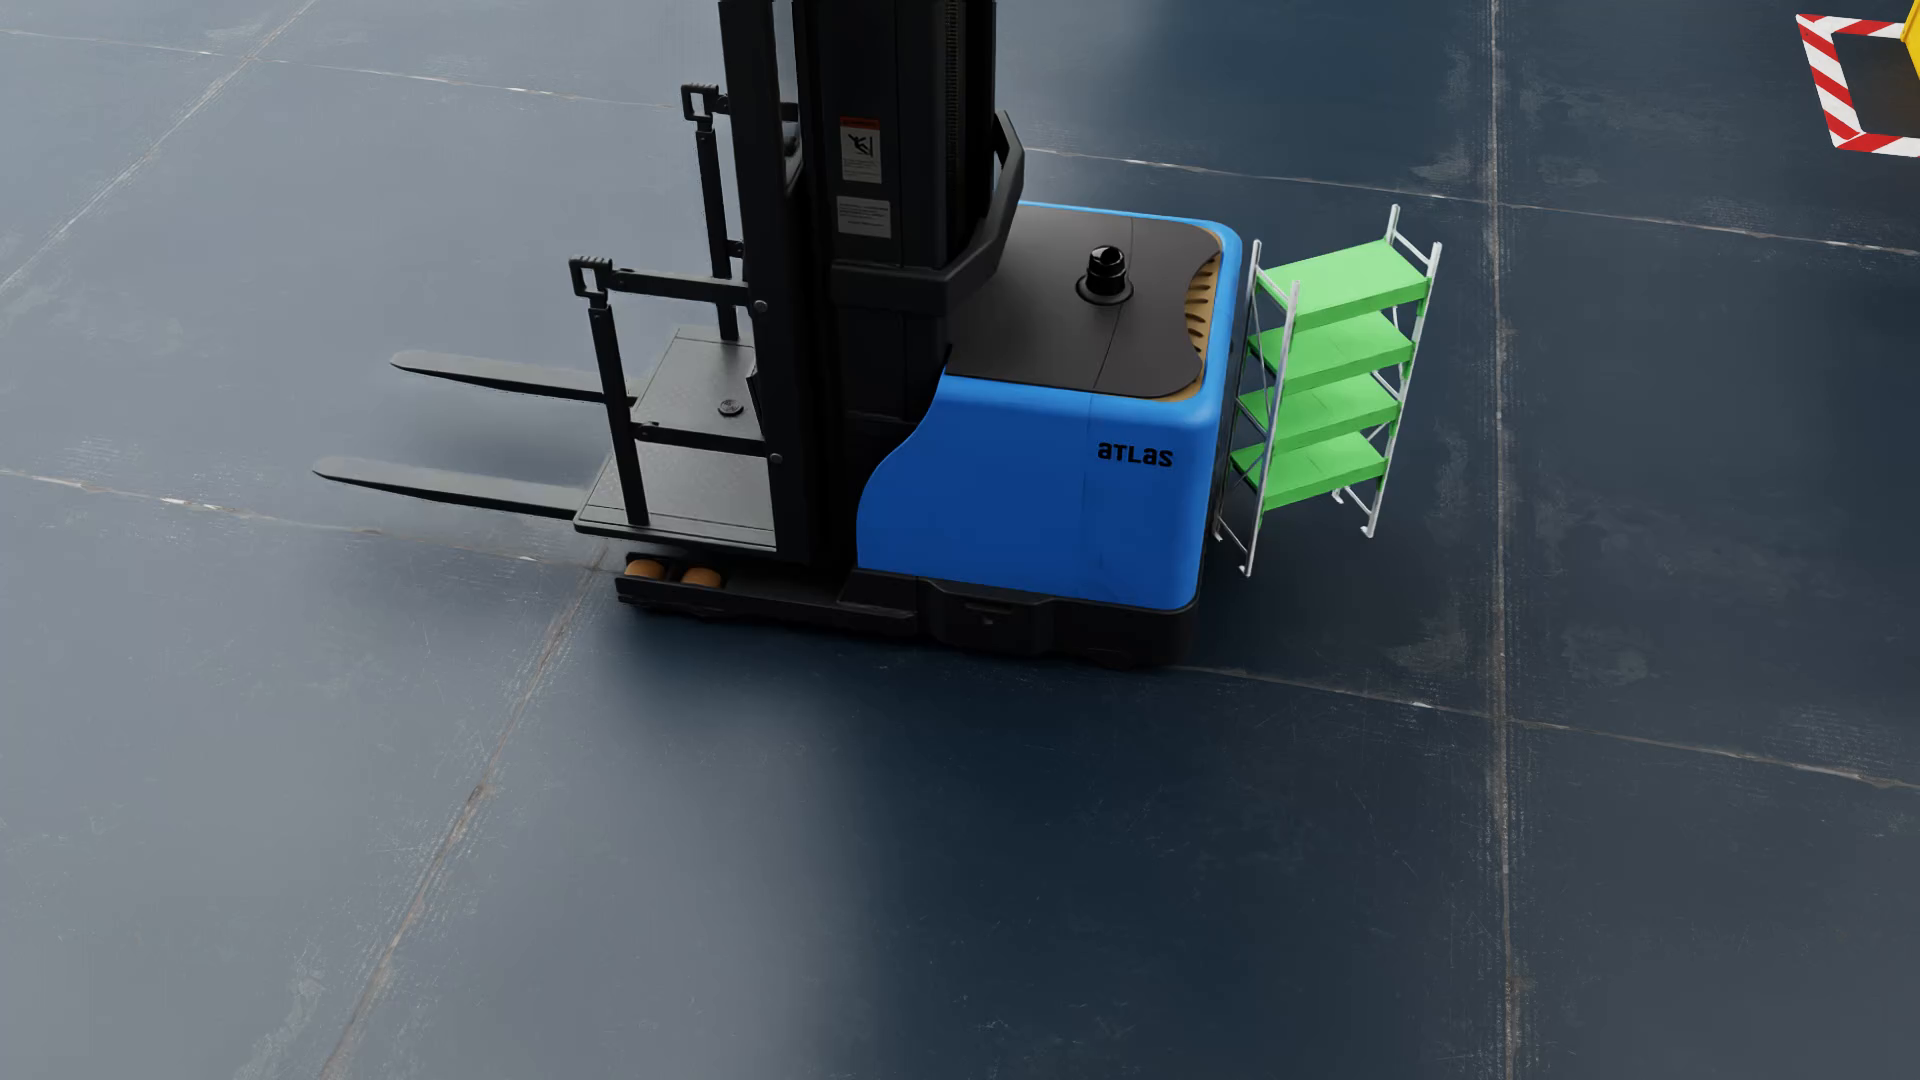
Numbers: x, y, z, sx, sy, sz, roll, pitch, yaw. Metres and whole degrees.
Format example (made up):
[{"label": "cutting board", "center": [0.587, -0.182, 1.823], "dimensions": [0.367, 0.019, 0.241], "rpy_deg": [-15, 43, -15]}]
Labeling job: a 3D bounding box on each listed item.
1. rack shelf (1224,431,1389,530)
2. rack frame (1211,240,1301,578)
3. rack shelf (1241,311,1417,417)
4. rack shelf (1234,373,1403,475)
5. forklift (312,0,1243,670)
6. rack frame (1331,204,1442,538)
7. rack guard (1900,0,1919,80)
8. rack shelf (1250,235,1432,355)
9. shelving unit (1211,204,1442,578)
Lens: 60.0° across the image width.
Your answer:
[{"label": "rack shelf", "center": [1.152, -0.231, 5.563], "dimensions": [0.480, 0.148, 0.258], "rpy_deg": [-17, 46, -17]}, {"label": "rack frame", "center": [0.927, -0.383, 5.282], "dimensions": [0.015, 1.200, 0.240], "rpy_deg": [-17, 46, -17]}, {"label": "rack shelf", "center": [1.152, -0.576, 5.230], "dimensions": [0.480, 0.148, 0.258], "rpy_deg": [-17, 46, -17]}, {"label": "rack shelf", "center": [1.152, -0.404, 5.396], "dimensions": [0.480, 0.148, 0.258], "rpy_deg": [-17, 46, -17]}, {"label": "forklift", "center": [-0.665, -1.155, 4.836], "dimensions": [3.031, 2.935, 1.130], "rpy_deg": [8, 44, 8]}, {"label": "rack frame", "center": [1.376, -0.516, 5.421], "dimensions": [0.015, 1.200, 0.240], "rpy_deg": [-17, 46, -17]}, {"label": "rack guard", "center": [4.797, -2.341, 7.822], "dimensions": [0.348, 0.500, 1.175], "rpy_deg": [9, 45, 9]}, {"label": "rack shelf", "center": [1.152, -0.749, 5.063], "dimensions": [0.480, 0.148, 0.258], "rpy_deg": [-17, 46, -17]}, {"label": "shelving unit", "center": [1.152, -0.450, 5.352], "dimensions": [0.503, 1.200, 0.258], "rpy_deg": [-17, 46, -17]}]
